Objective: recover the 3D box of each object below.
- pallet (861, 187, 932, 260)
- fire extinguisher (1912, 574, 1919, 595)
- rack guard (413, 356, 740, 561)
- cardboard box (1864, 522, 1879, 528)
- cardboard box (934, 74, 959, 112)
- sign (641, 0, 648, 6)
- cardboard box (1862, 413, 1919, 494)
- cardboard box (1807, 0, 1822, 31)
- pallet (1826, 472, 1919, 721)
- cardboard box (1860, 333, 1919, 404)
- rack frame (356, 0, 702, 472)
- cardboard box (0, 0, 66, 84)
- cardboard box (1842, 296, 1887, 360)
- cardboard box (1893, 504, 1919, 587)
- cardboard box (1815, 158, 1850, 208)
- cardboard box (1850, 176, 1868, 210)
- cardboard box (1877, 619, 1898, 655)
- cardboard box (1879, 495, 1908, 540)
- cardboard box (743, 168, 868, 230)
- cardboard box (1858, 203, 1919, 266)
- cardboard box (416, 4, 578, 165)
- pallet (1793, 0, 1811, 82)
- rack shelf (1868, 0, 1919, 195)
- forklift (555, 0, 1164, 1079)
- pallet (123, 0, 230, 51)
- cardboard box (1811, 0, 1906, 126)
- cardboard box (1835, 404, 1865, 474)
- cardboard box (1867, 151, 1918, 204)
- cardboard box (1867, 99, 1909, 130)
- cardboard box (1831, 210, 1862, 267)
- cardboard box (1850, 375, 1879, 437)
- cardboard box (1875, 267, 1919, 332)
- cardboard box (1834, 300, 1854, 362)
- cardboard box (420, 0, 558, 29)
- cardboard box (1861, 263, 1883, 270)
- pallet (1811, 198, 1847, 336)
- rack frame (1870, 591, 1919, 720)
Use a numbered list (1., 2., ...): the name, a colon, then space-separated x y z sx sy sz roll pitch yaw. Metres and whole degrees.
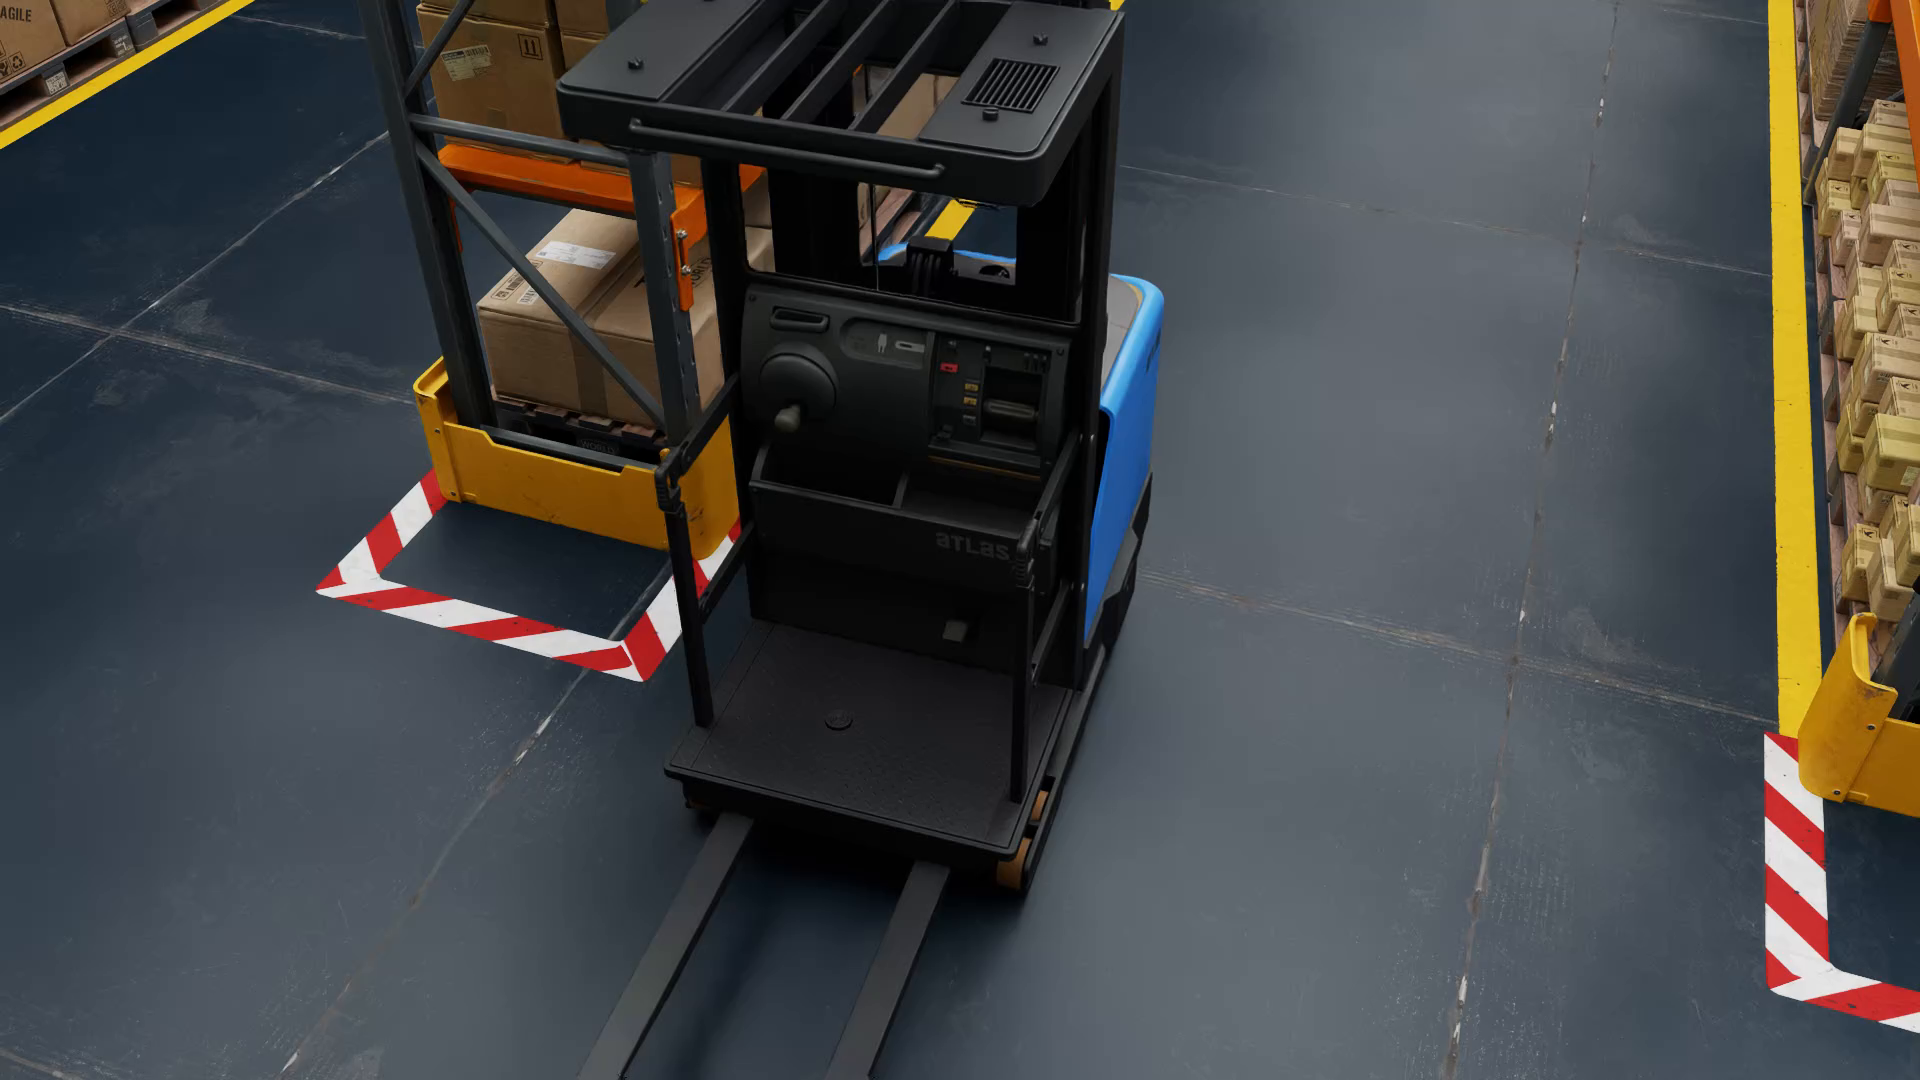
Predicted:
1. pallet: -0.805 -1.487 7.831 1.003 0.211 1.213 13 42 15
2. fire extinguisher: 2.742 -0.042 4.335 0.296 0.674 0.183 13 42 15
3. rack guard: -1.432 -0.336 6.259 1.175 0.500 0.348 13 42 15
4. cardboard box: 3.410 -0.028 5.845 0.380 0.149 0.250 13 42 15
5. cardboard box: -0.372 -2.567 8.598 0.875 0.438 0.875 13 42 14
6. sign: -0.905 -1.534 5.009 0.100 0.325 0.005 13 42 15
7. cardboard box: 3.314 -0.272 5.672 0.380 0.149 0.250 12 42 14
8. cardboard box: 5.002 -3.045 9.110 0.500 0.500 0.500 12 42 14
9. pallet: 3.599 0.262 5.780 1.003 0.211 1.213 13 42 15
10. cardboard box: 3.502 -0.592 6.047 0.380 0.149 0.250 15 43 17
11. rack frame: -1.424 -1.302 5.464 1.000 3.000 0.127 13 42 15
12. cardboard box: -5.188 -2.775 8.794 0.500 0.500 0.500 14 42 16
13. cardboard box: 3.689 -0.801 6.521 0.380 0.149 0.250 14 42 16
14. cardboard box: 3.205 0.055 5.289 0.380 0.149 0.250 14 42 16
15. cardboard box: 4.204 -1.629 7.721 0.380 0.149 0.250 12 42 13
16. cardboard box: 4.203 -1.568 7.421 0.380 0.149 0.250 14 42 15
17. cardboard box: 3.246 0.293 5.469 0.380 0.149 0.250 14 42 16
18. cardboard box: 3.314 0.014 5.566 0.380 0.149 0.250 12 42 14
19. cardboard box: -0.987 -1.471 7.314 0.875 0.438 0.875 14 43 16
20. cardboard box: 3.896 -1.220 6.784 0.380 0.149 0.250 14 42 16
21. cardboard box: -1.508 -1.693 5.846 0.500 0.500 0.500 14 42 15
22. pallet: 5.310 -2.865 9.446 1.003 0.211 1.213 13 42 15
23. rack shelf: 3.946 -1.211 5.912 1.077 0.370 4.000 13 42 15
24. forklift: -0.224 -0.359 4.412 1.130 2.935 3.031 12 42 13
25. pallet: -4.958 -3.361 10.027 1.003 0.211 1.213 13 42 15
26. cardboard box: 4.646 -2.420 8.378 0.500 0.500 0.500 13 42 14
27. cardboard box: 3.511 -0.351 6.224 0.380 0.149 0.250 12 42 13
28. cardboard box: 4.127 -1.522 7.137 0.380 0.149 0.250 13 42 14
29. cardboard box: 4.317 -1.842 7.512 0.380 0.149 0.250 15 43 17
30. cardboard box: 4.076 -1.303 7.339 0.380 0.149 0.250 13 42 15
31. cardboard box: 3.515 -0.474 6.139 0.380 0.149 0.250 14 42 16
32. cardboard box: 3.759 -0.894 6.402 0.380 0.149 0.250 13 42 15
33. cardboard box: 3.798 -0.828 6.783 0.380 0.149 0.250 12 42 14
34. cardboard box: -1.483 -2.067 5.514 0.500 0.500 0.500 15 43 16
35. cardboard box: 3.942 -1.085 6.855 0.380 0.149 0.250 15 43 17
36. pallet: 4.434 -1.226 7.524 1.003 0.211 1.213 13 42 15
37. rack frame: 3.262 -0.265 4.249 1.000 3.000 0.127 13 42 15
